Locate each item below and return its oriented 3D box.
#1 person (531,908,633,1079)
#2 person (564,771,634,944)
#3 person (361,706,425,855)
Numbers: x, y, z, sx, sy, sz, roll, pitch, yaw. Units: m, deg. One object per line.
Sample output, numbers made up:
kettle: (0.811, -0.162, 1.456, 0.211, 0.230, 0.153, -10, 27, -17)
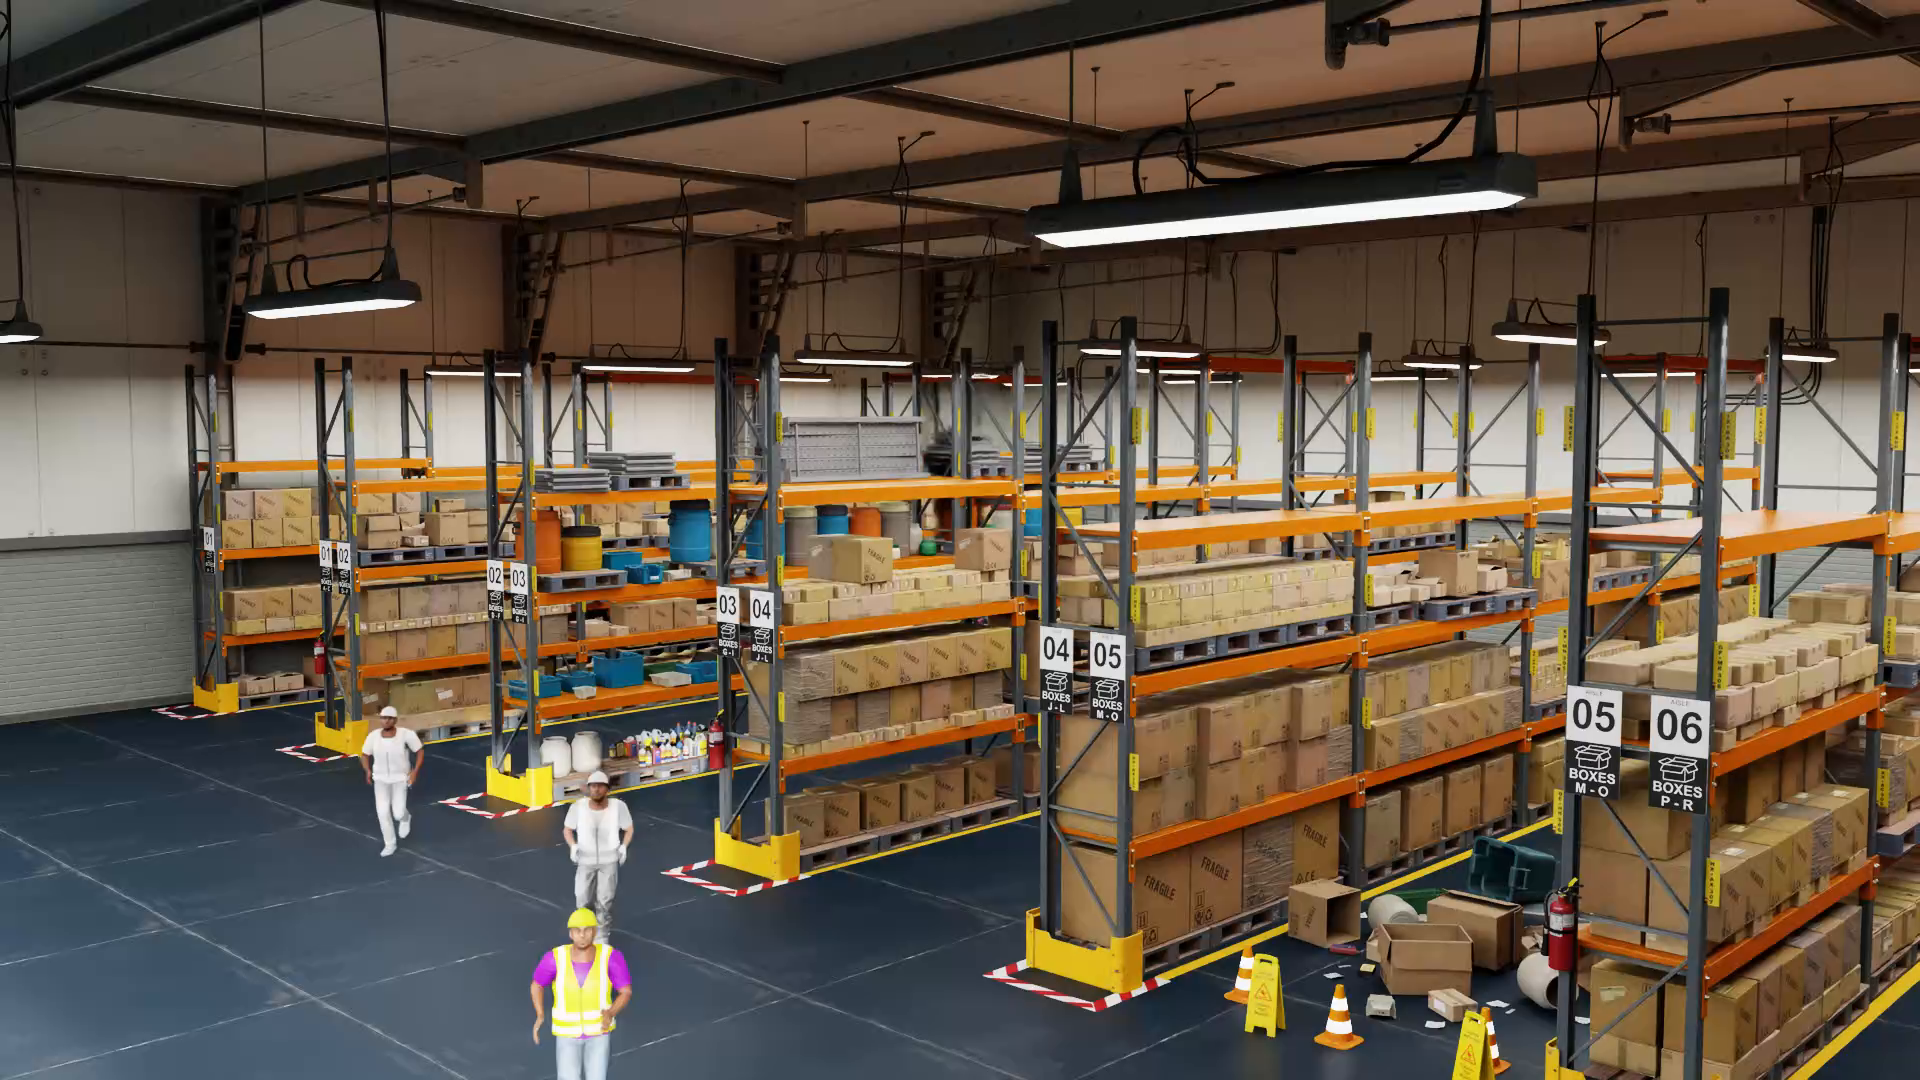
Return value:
person: (-2.624, 3.418, 11.559, 0.698, 1.720, 0.576, -1, 4, -13)
person: (-3.468, 3.072, 15.973, 0.668, 1.737, 0.590, -1, 4, -9)
person: (-6.699, 2.804, 19.639, 0.727, 1.727, 0.666, -1, 4, -9)
